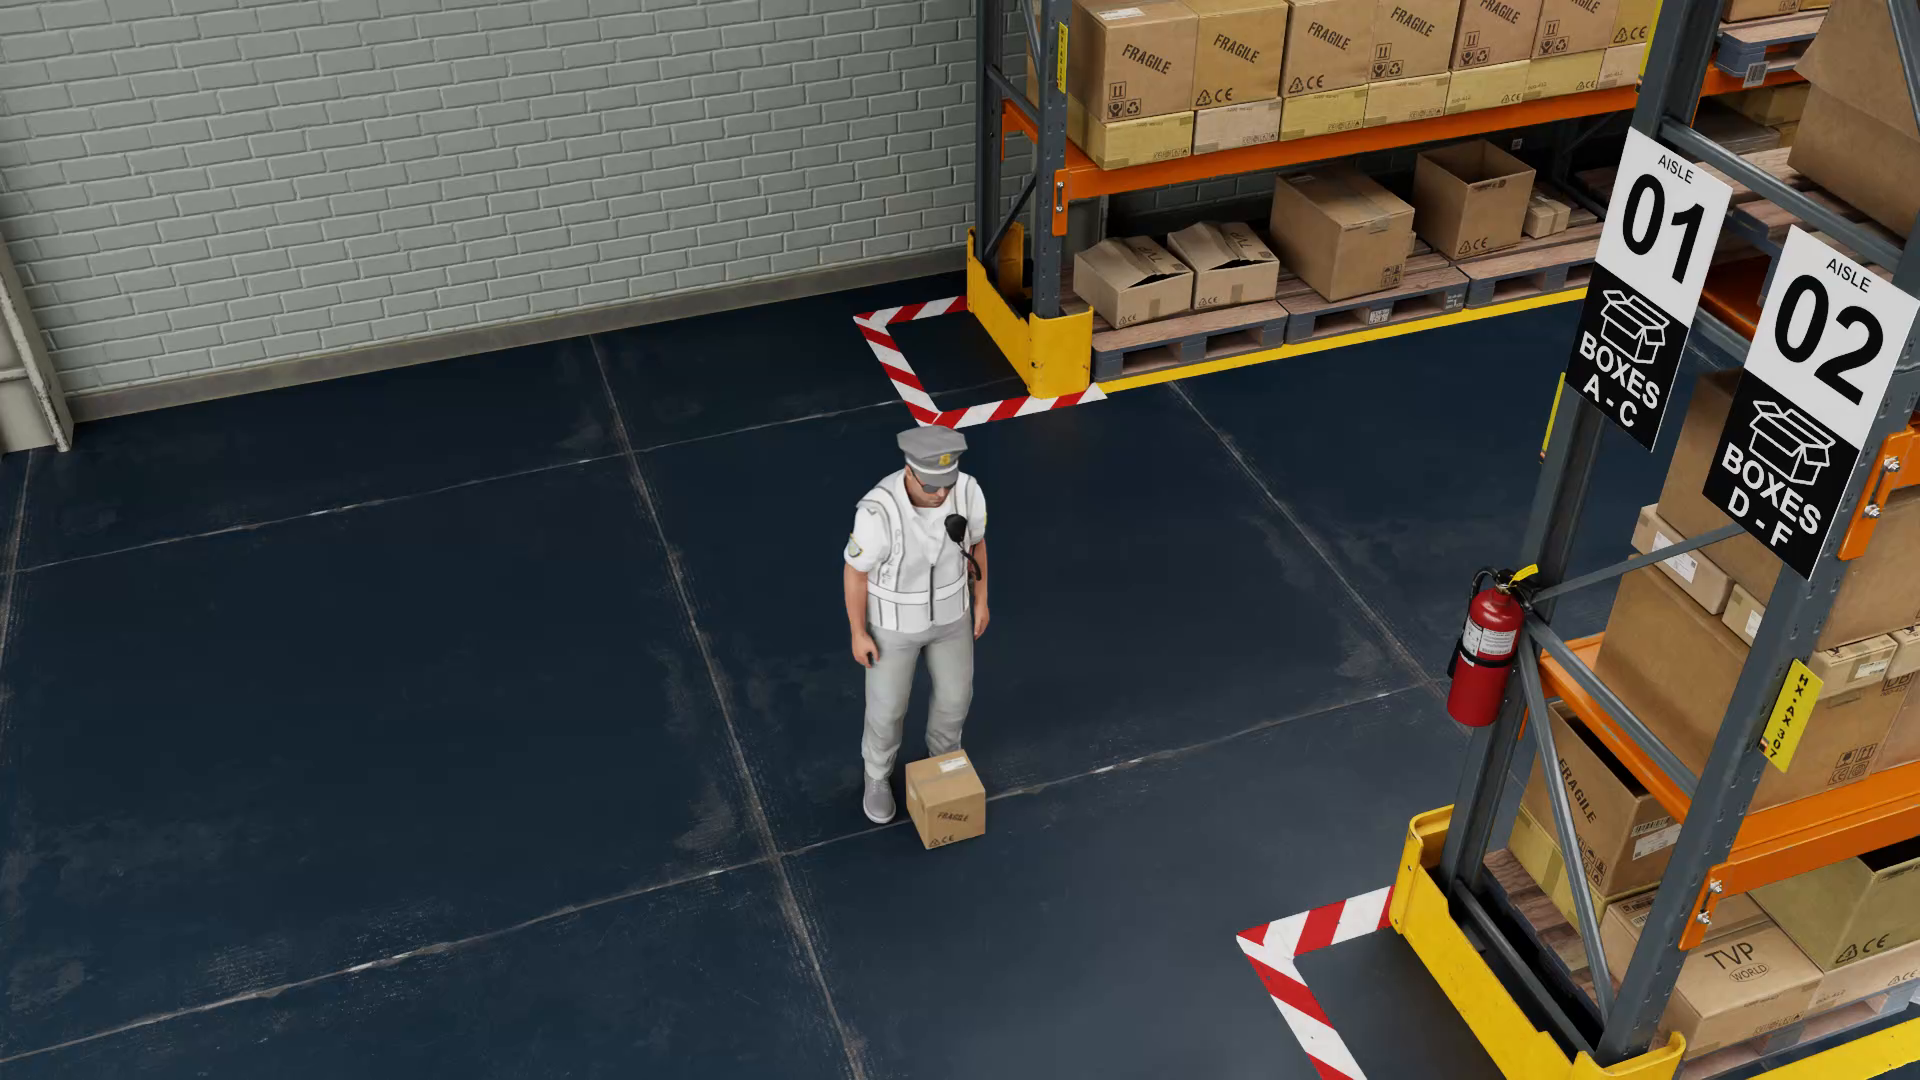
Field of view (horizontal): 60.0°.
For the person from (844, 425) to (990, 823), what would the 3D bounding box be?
[{"bbox_3d":[-0.161,0.284,6.409,0.590,1.746,0.436,-14,40,-18],"label":"person"}]
